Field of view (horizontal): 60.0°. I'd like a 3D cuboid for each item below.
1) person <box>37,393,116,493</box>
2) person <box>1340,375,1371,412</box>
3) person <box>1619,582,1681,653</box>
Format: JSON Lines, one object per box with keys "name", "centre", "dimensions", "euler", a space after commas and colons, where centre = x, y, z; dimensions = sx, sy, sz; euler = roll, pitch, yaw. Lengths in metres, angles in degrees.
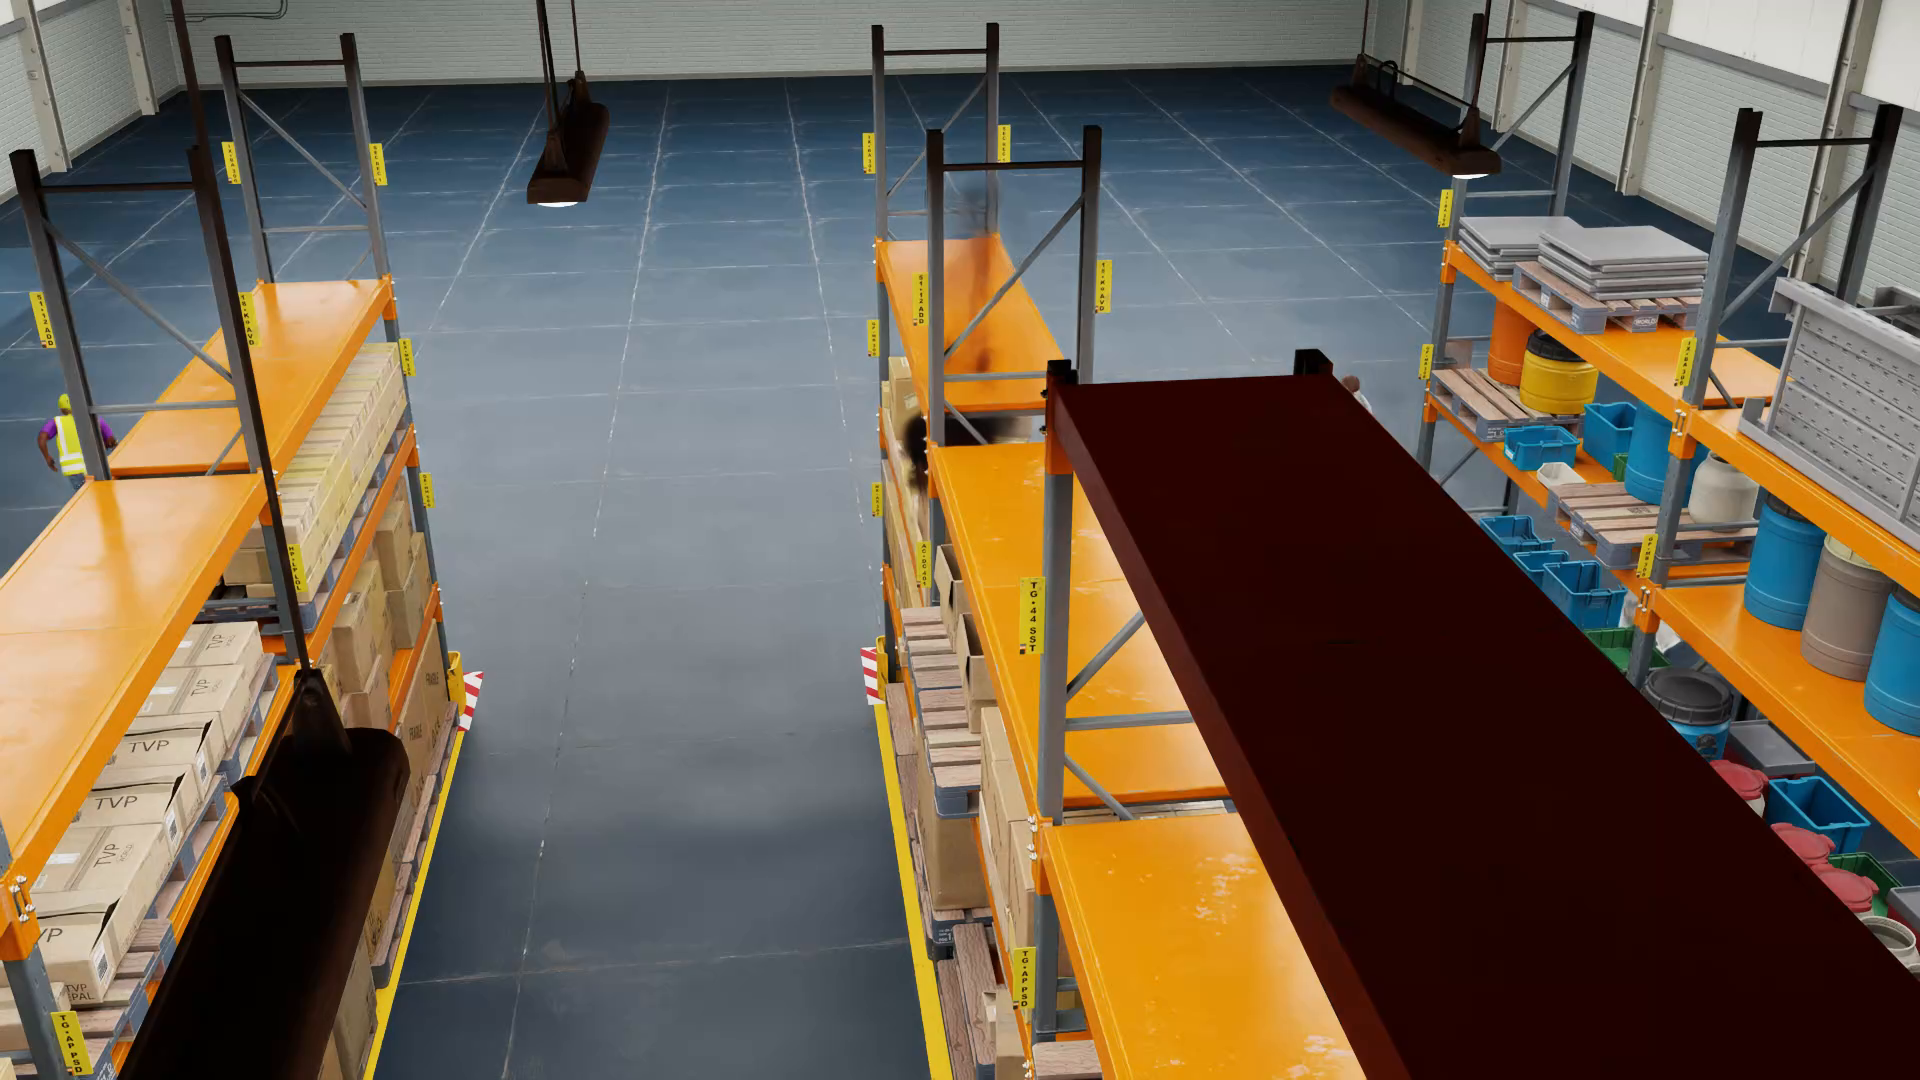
{"name": "person", "centre": [-9.474, -0.677, 18.052], "dimensions": [0.732, 1.717, 1.044], "euler": [-15, 29, -29]}
{"name": "person", "centre": [4.500, -1.125, 19.042], "dimensions": [0.889, 1.588, 0.559], "euler": [9, 27, 18]}
{"name": "person", "centre": [6.556, 0.338, 15.834], "dimensions": [0.754, 1.785, 0.919], "euler": [-15, 29, -28]}
